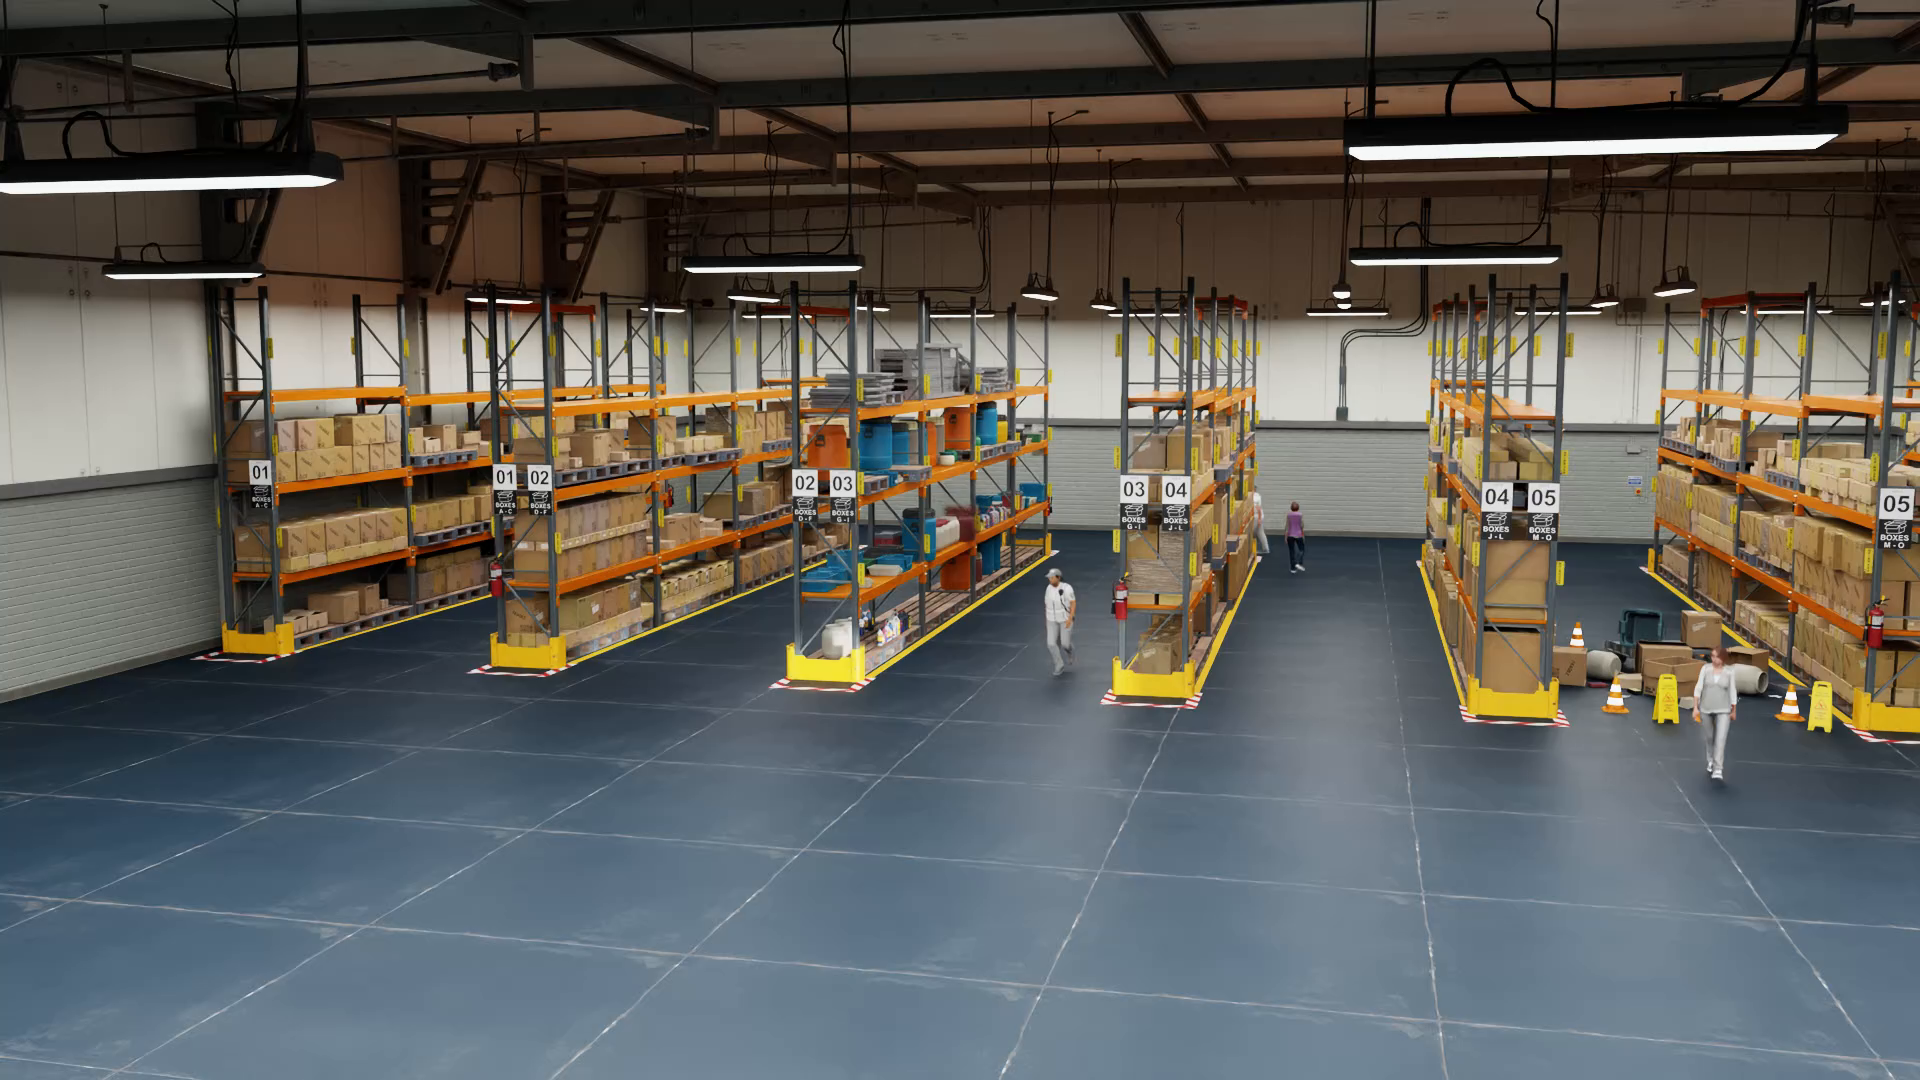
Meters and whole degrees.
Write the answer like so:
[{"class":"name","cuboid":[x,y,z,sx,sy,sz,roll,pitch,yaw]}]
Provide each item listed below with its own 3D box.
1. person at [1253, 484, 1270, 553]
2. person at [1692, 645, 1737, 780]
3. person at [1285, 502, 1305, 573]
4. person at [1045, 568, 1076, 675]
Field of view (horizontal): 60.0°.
[{"class":"person","cuboid":[7.124,-0.529,40.530,0.880,1.715,0.537,3,7,22]},{"class":"person","cuboid":[8.772,2.008,19.372,0.442,1.531,0.972,4,8,34]},{"class":"person","cuboid":[7.494,0.001,37.195,0.459,1.487,0.454,1,7,11]},{"class":"person","cuboid":[1.550,1.250,25.761,0.539,1.636,0.515,3,7,26]}]
